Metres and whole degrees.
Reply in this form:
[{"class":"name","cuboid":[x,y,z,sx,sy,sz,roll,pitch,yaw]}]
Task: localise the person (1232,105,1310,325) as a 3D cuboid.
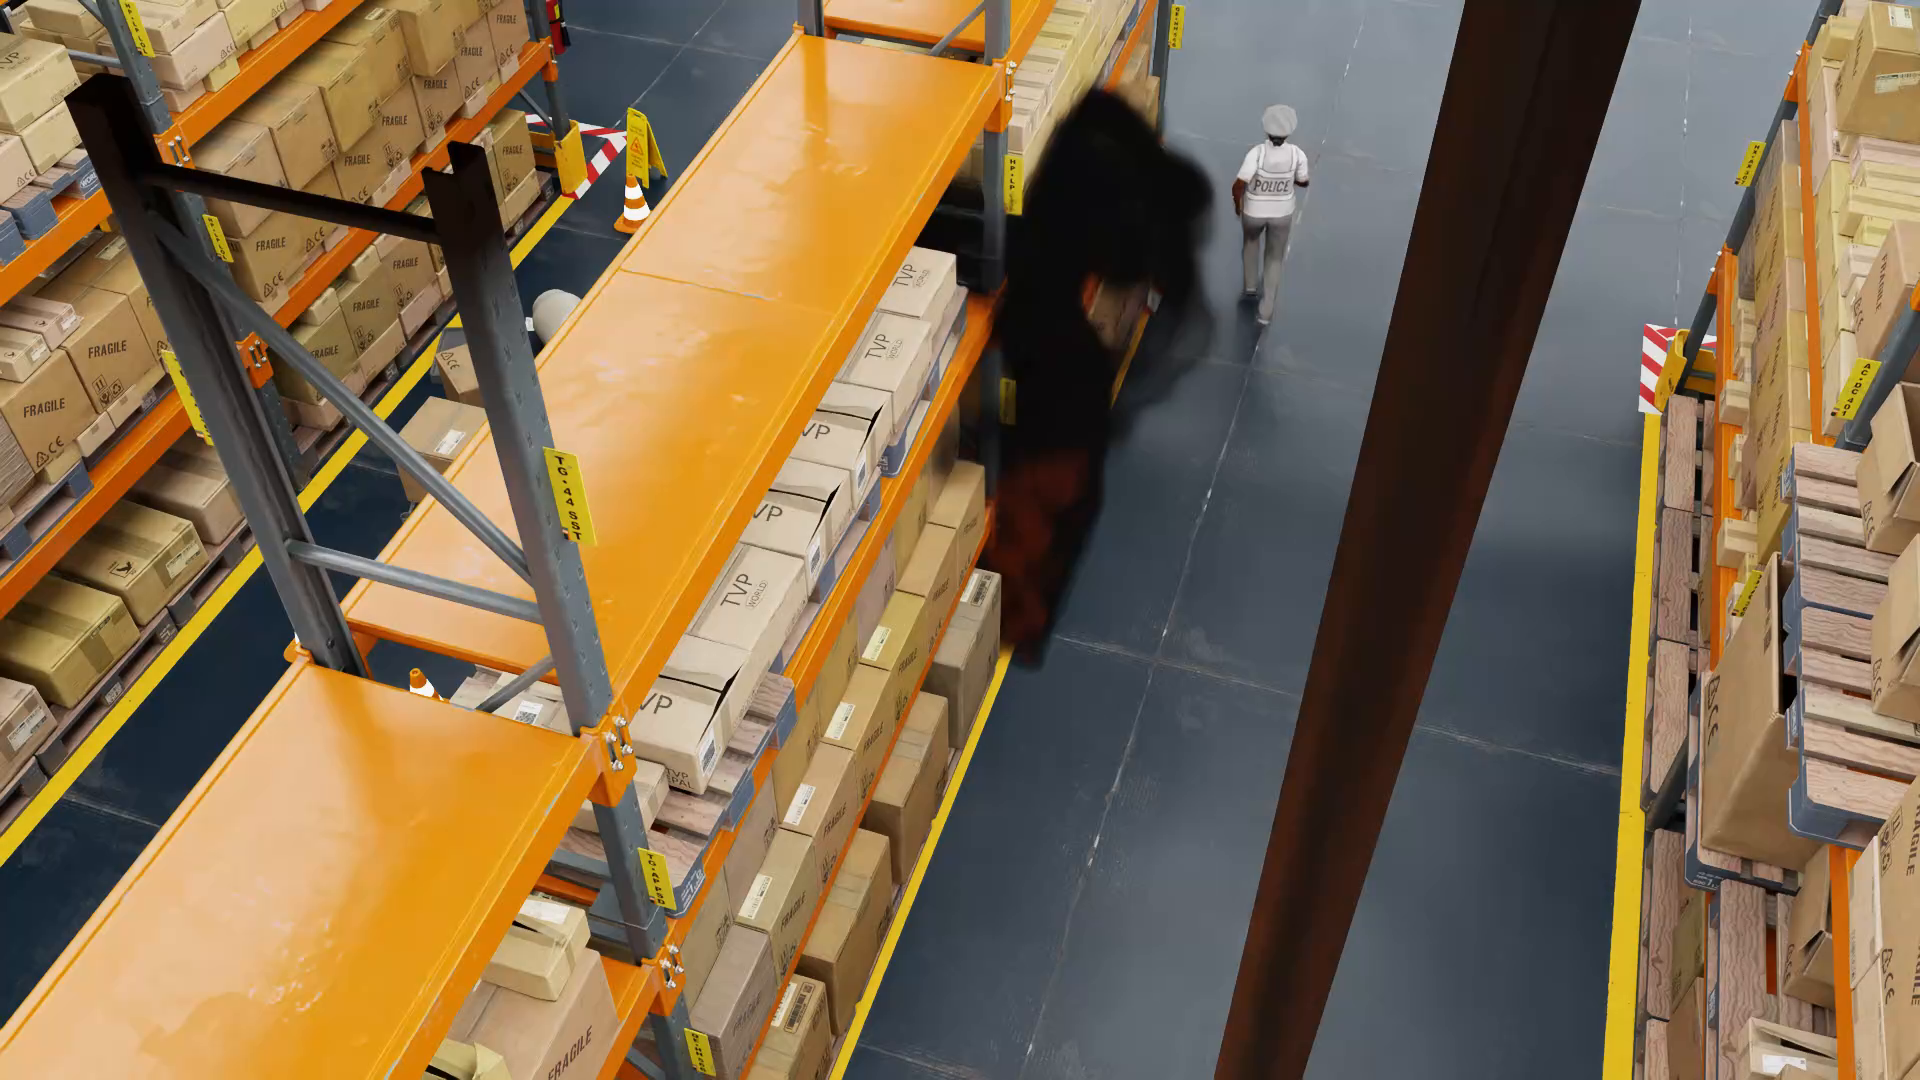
[{"class":"person","cuboid":[2.253,-2.358,12.281,0.571,1.779,0.745,5,46,5]}]
